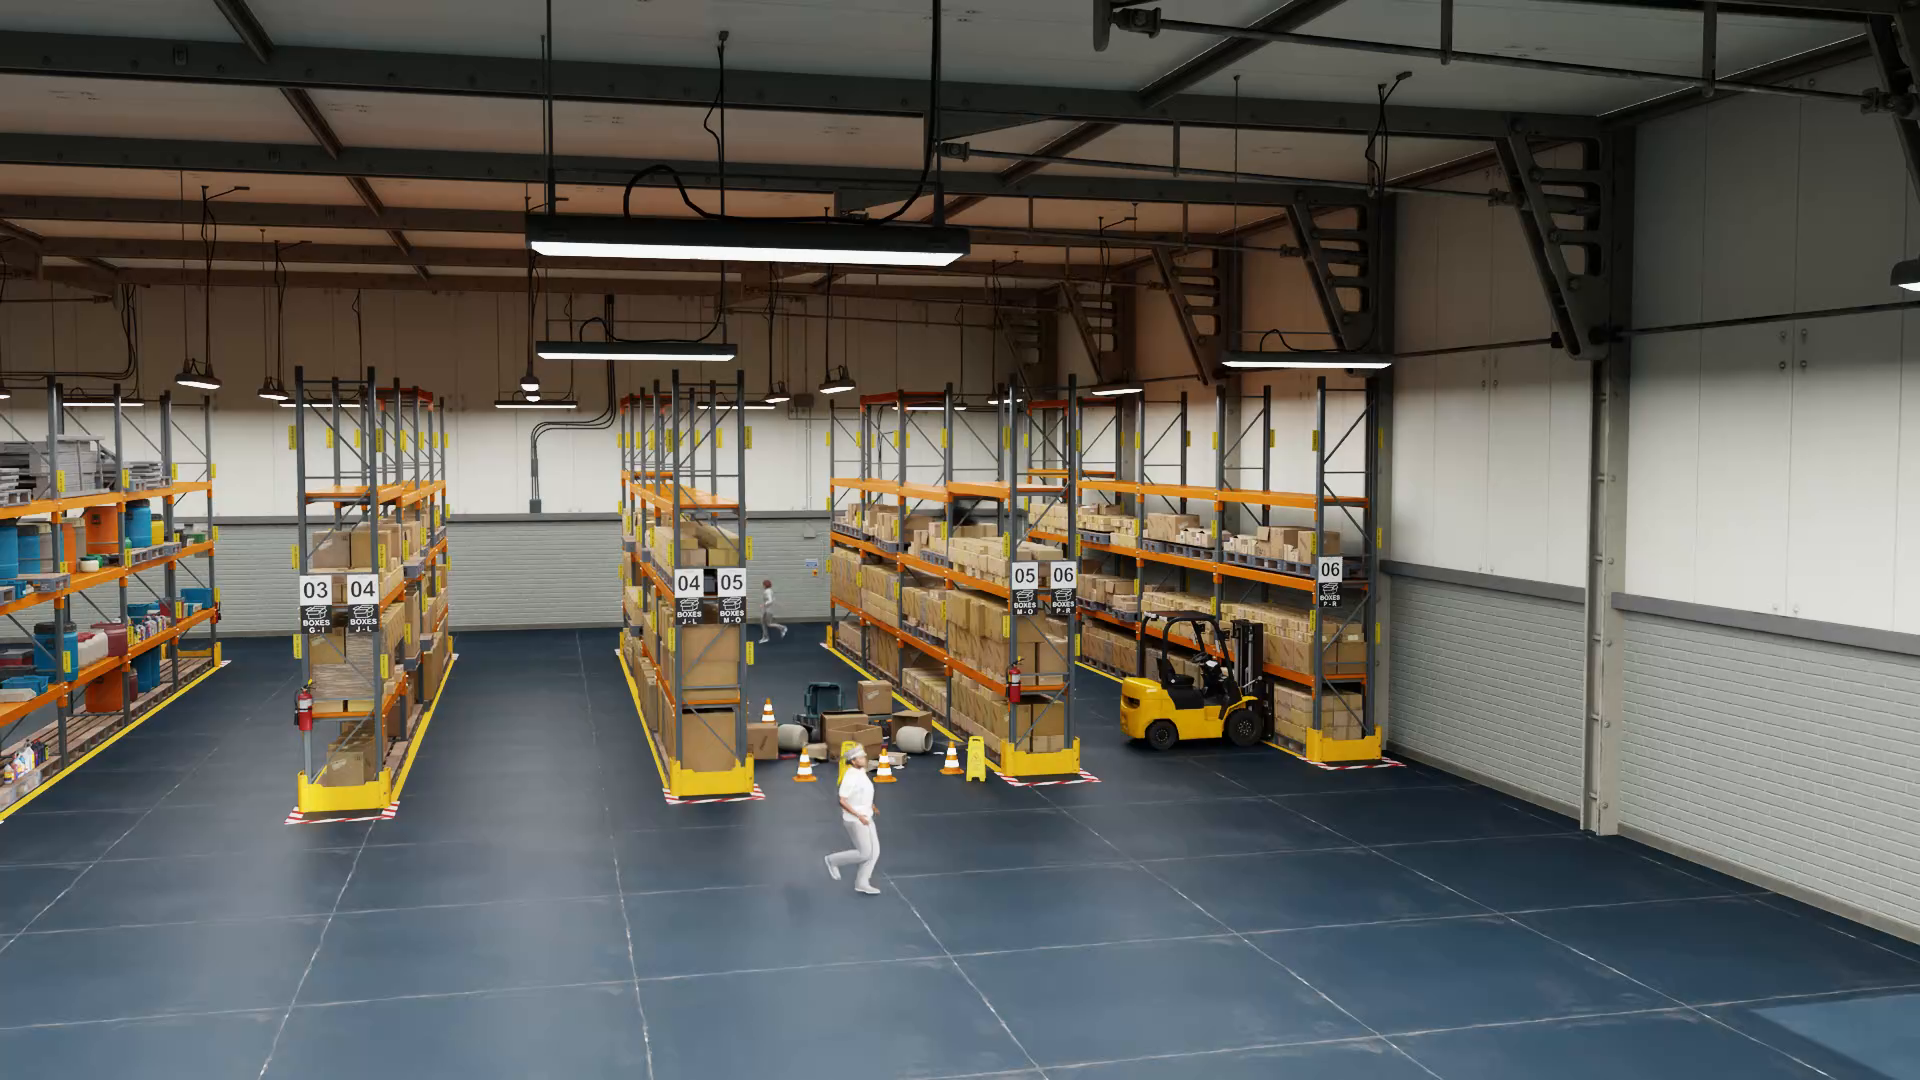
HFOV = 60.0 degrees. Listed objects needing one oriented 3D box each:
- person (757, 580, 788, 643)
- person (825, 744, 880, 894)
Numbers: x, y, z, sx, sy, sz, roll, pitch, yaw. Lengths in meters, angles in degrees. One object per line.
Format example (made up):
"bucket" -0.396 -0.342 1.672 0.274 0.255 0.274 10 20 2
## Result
"person" -4.669 1.766 41.319 0.755 1.574 0.524 -1 3 -9
"person" -1.174 3.081 18.422 0.611 1.665 0.575 1 4 16
